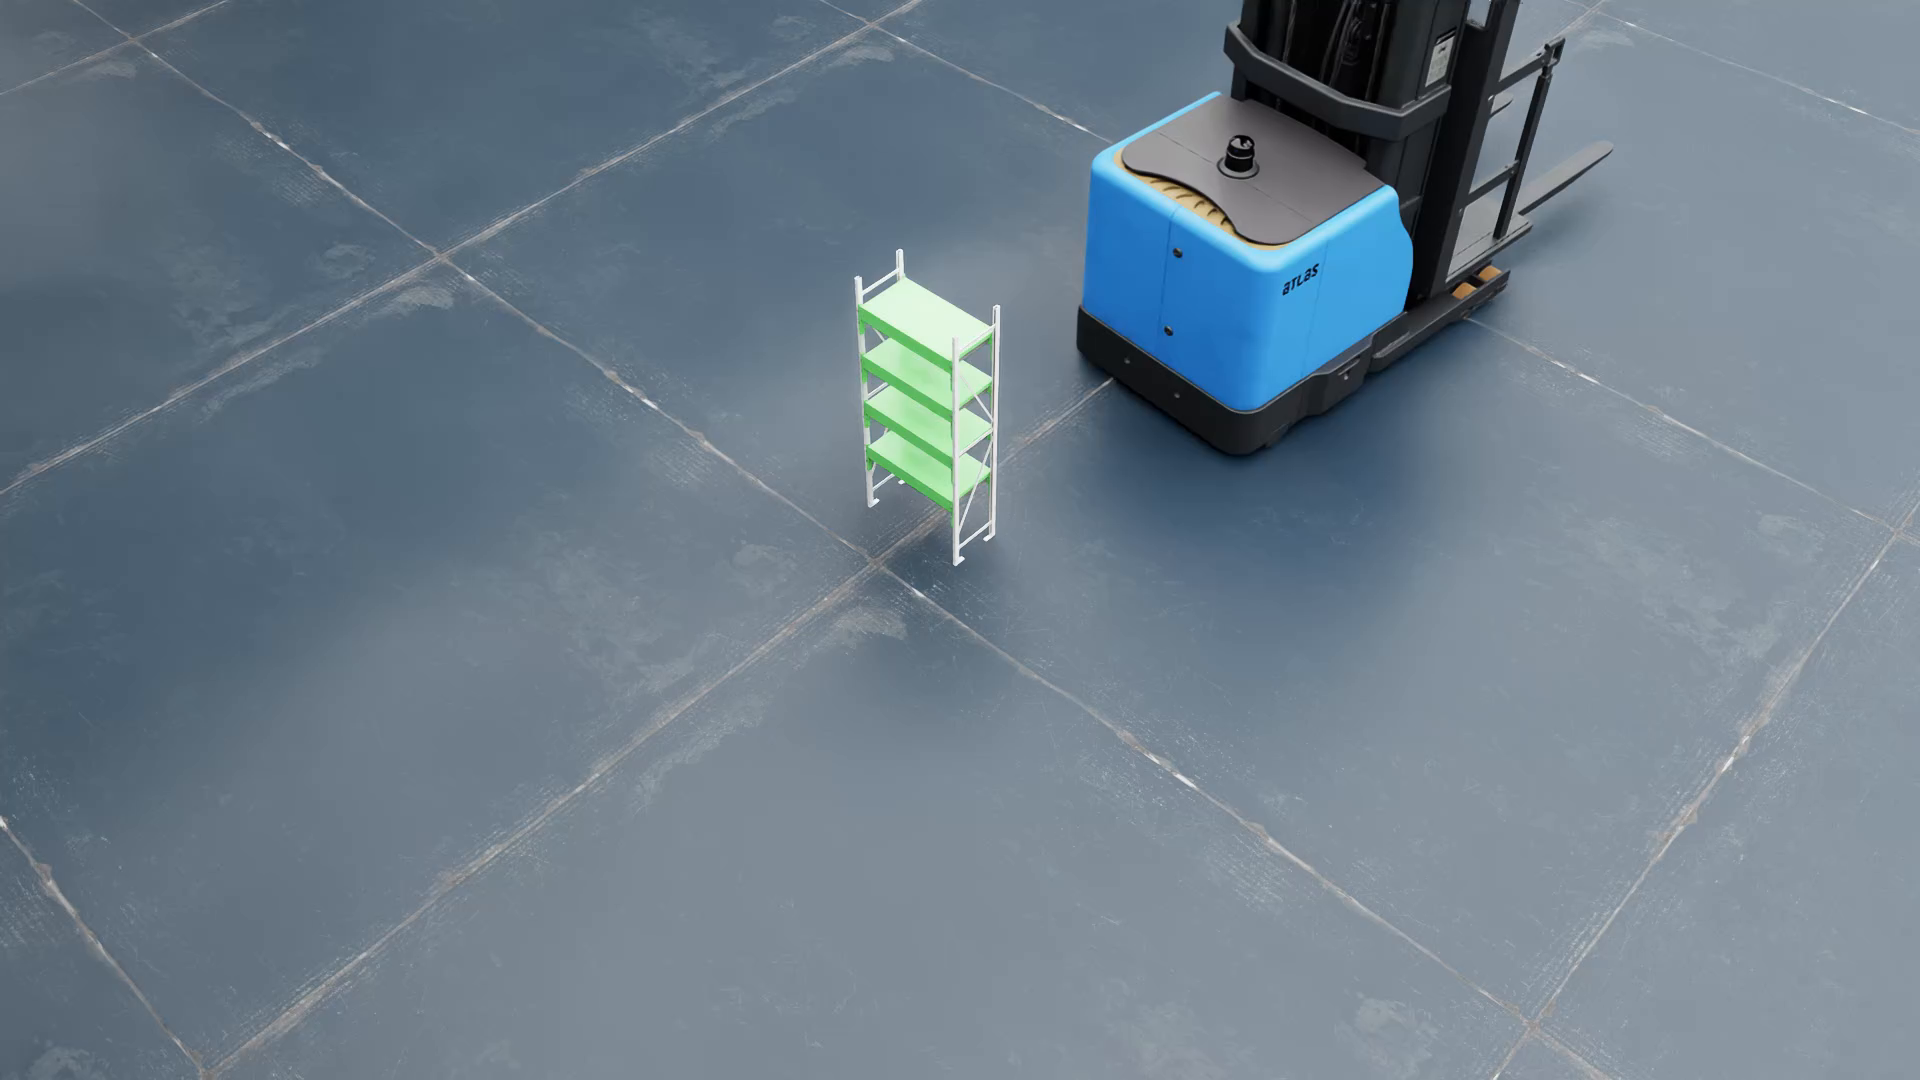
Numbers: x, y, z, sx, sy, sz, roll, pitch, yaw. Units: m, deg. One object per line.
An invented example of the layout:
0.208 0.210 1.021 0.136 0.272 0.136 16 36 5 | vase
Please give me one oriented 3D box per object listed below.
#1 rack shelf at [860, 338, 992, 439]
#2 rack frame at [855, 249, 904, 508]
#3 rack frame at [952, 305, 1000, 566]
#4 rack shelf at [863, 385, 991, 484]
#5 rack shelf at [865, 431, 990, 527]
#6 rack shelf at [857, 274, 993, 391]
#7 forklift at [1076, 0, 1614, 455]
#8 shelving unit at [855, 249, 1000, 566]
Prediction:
-0.122 -0.613 6.370 0.480 0.148 0.258 34 55 28 | rack shelf
-0.301 -0.613 6.611 0.015 1.200 0.240 34 55 28 | rack frame
0.058 -0.372 6.385 0.015 1.200 0.240 34 55 28 | rack frame
-0.122 -0.449 6.545 0.480 0.148 0.258 34 55 28 | rack shelf
-0.122 -0.285 6.720 0.480 0.148 0.258 34 55 28 | rack shelf
-0.122 -0.777 6.195 0.480 0.148 0.258 34 55 28 | rack shelf
1.967 -2.304 7.011 3.031 2.935 1.130 -33 55 -27 | forklift
-0.122 -0.493 6.498 0.503 1.200 0.258 34 55 28 | shelving unit
